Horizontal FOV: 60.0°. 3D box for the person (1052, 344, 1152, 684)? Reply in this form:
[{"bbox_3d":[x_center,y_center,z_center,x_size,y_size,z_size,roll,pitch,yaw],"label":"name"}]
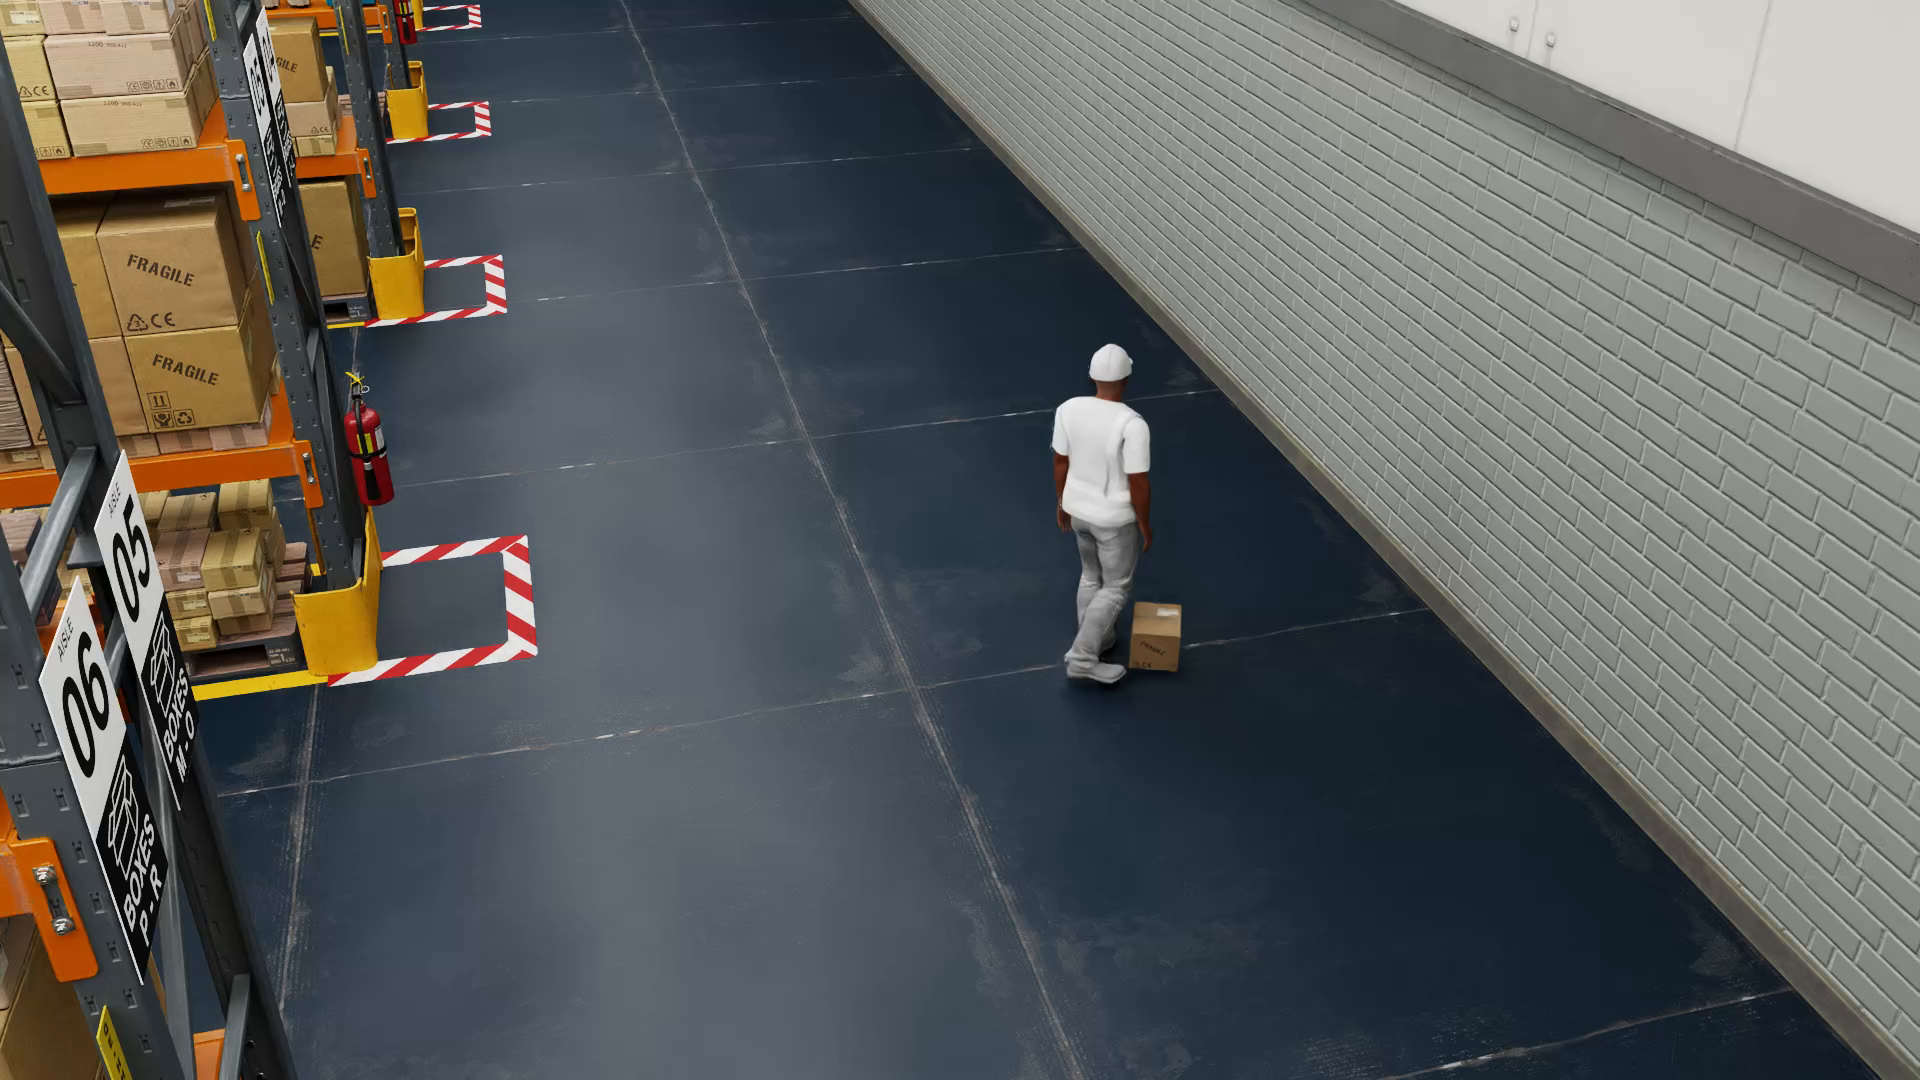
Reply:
[{"bbox_3d":[0.685,-0.122,8.433,0.594,1.749,0.571,26,39,37],"label":"person"}]
